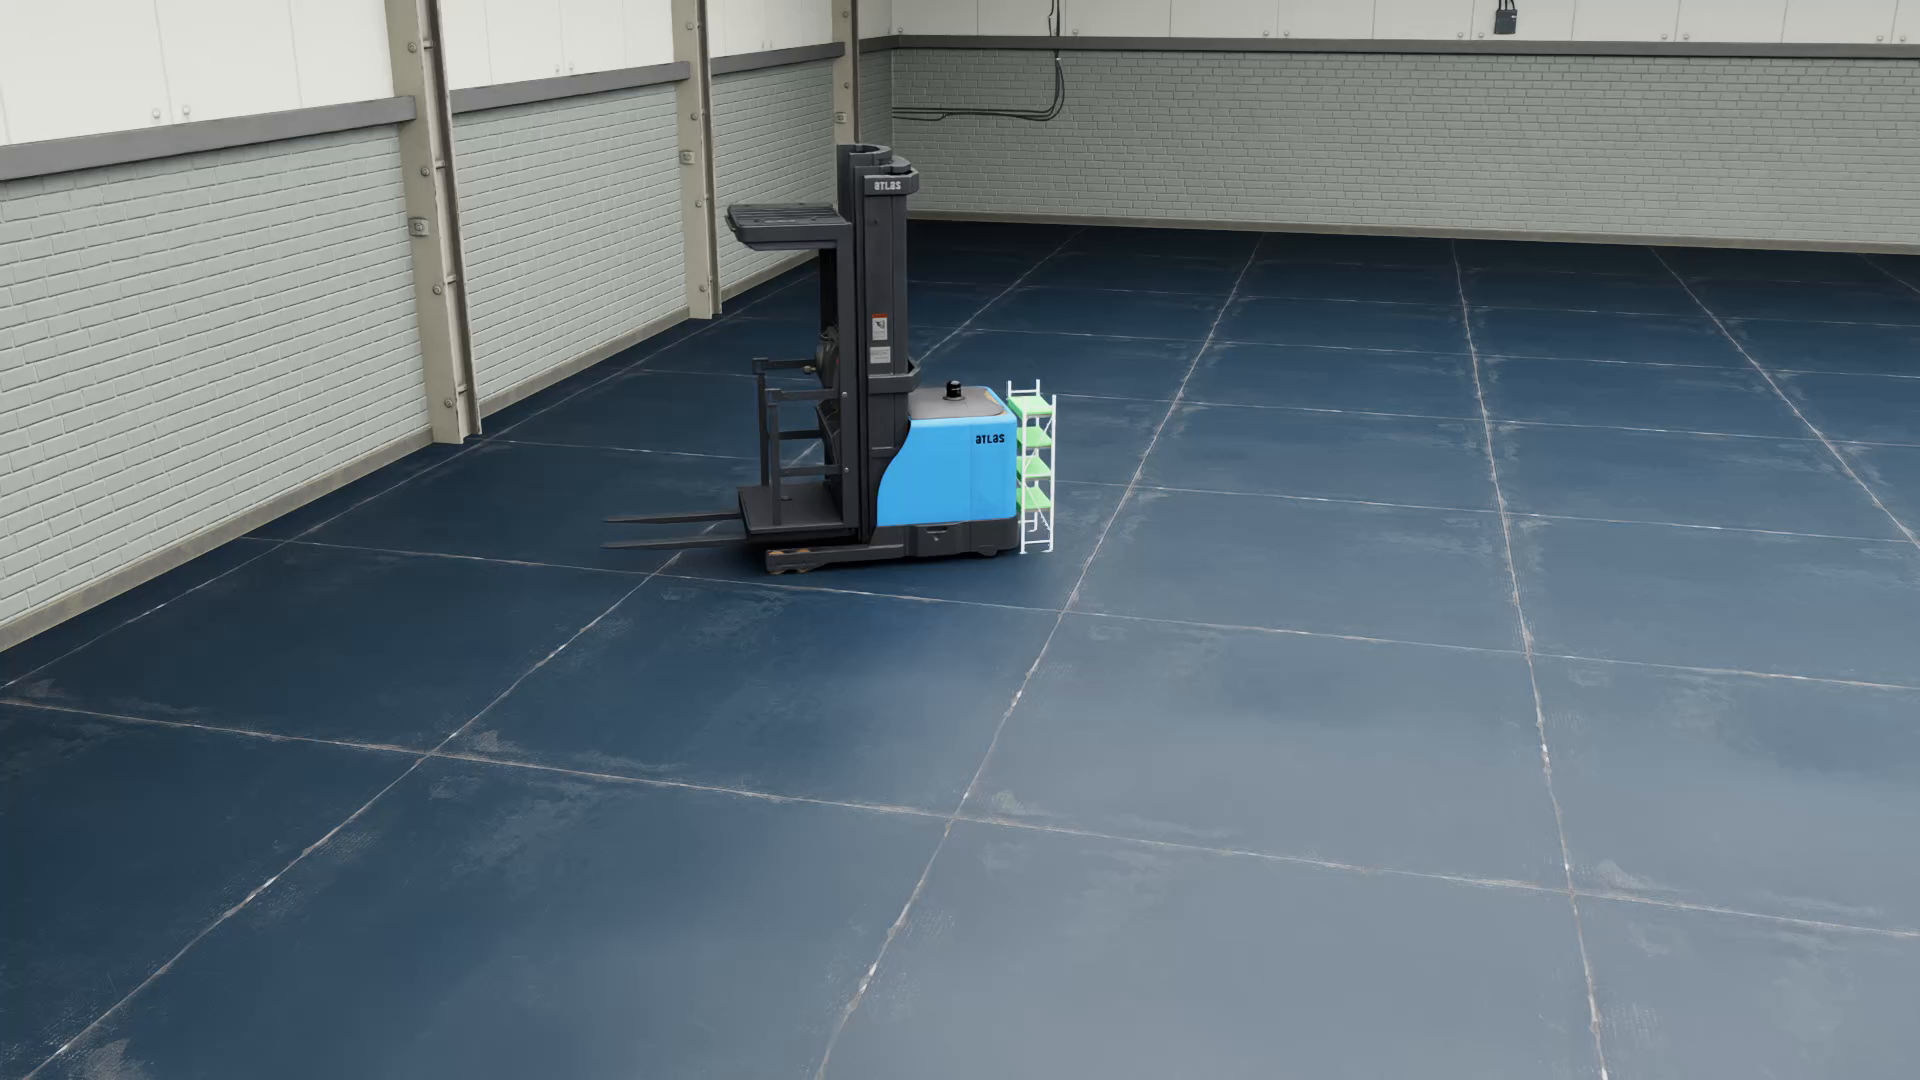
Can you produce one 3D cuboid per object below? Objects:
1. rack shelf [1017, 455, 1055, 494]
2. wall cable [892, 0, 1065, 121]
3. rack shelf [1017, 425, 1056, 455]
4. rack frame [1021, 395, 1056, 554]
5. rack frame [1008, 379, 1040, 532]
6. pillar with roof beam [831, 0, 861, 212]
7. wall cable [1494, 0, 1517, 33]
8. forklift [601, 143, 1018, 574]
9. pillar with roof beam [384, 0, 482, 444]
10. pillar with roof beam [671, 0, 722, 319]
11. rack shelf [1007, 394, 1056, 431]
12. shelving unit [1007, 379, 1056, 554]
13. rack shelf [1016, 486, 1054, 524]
[{"bbox_3d":[0.527,-0.493,12.472,0.258,0.148,0.480,-4,19,-11],"label":"rack shelf"},{"bbox_3d":[0.246,-8.324,27.941,3.097,2.526,0.112,5,19,13],"label":"wall cable"},{"bbox_3d":[0.527,-0.720,12.394,0.258,0.148,0.480,-4,19,-11],"label":"rack shelf"},{"bbox_3d":[0.575,-0.476,12.225,0.240,1.200,0.015,-4,19,-11],"label":"rack frame"},{"bbox_3d":[0.479,-0.631,12.677,0.240,1.200,0.015,-4,19,-11],"label":"rack frame"},{"bbox_3d":[2.419,-8.635,24.046,9.100,9.000,0.400,5,19,13],"label":"pillar with roof beam"},{"bbox_3d":[9.448,-10.649,24.680,2.305,6.003,0.169,5,19,13],"label":"wall cable"},{"bbox_3d":[-1.141,-1.326,12.036,3.031,2.935,1.130,-4,19,-11],"label":"forklift"},{"bbox_3d":[-0.513,-4.874,13.034,9.100,9.000,0.400,5,19,13],"label":"pillar with roof beam"},{"bbox_3d":[0.953,-6.754,18.540,9.100,9.000,0.400,5,19,13],"label":"pillar with roof beam"},{"bbox_3d":[0.527,-0.947,12.317,0.258,0.148,0.480,-4,19,-11],"label":"rack shelf"},{"bbox_3d":[0.527,-0.553,12.451,0.258,1.200,0.503,-4,19,-11],"label":"shelving unit"},{"bbox_3d":[0.527,-0.266,12.549,0.258,0.148,0.480,-4,19,-11],"label":"rack shelf"}]
